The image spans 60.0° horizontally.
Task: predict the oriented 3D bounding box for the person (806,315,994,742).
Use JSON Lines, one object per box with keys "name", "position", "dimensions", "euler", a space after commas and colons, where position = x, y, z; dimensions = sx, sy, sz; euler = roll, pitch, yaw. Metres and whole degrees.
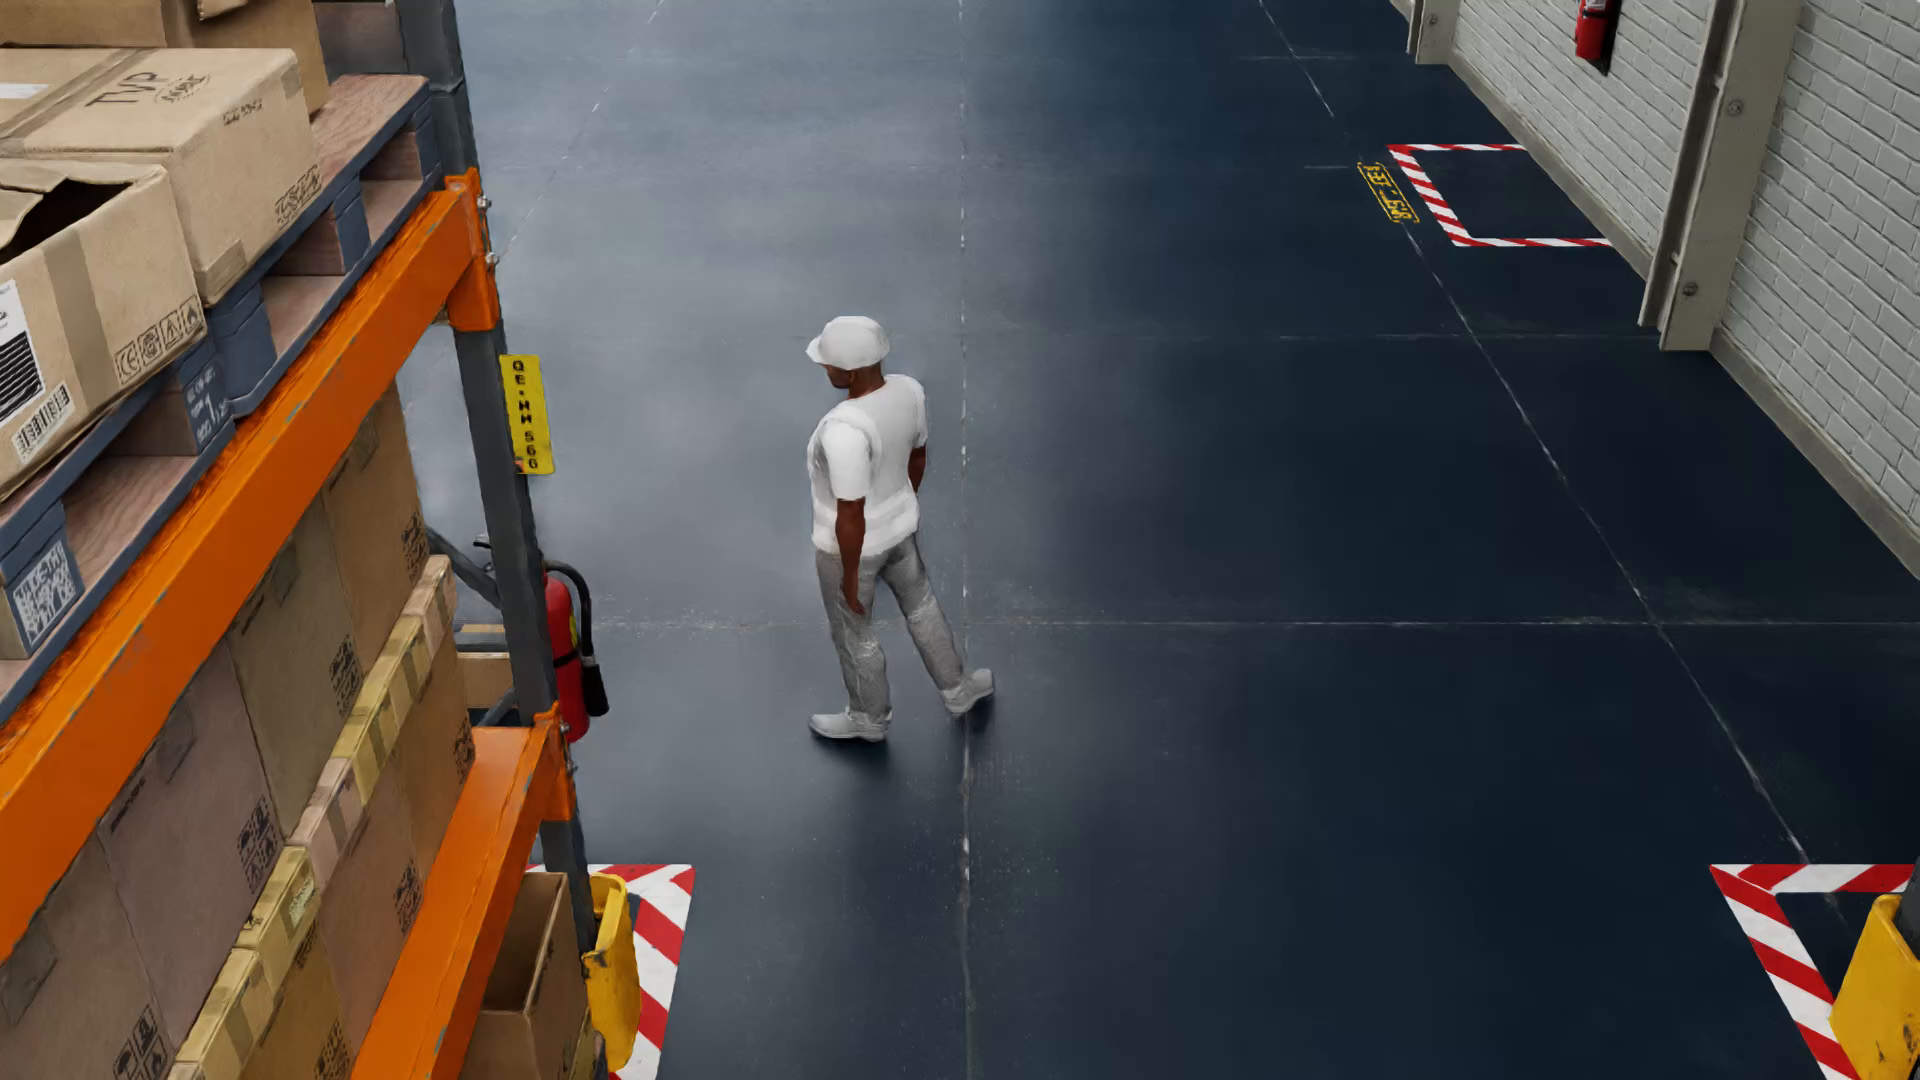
{"name": "person", "position": [-0.224, -0.045, 6.196], "dimensions": [0.488, 1.759, 0.737], "euler": [21, 37, 31]}
